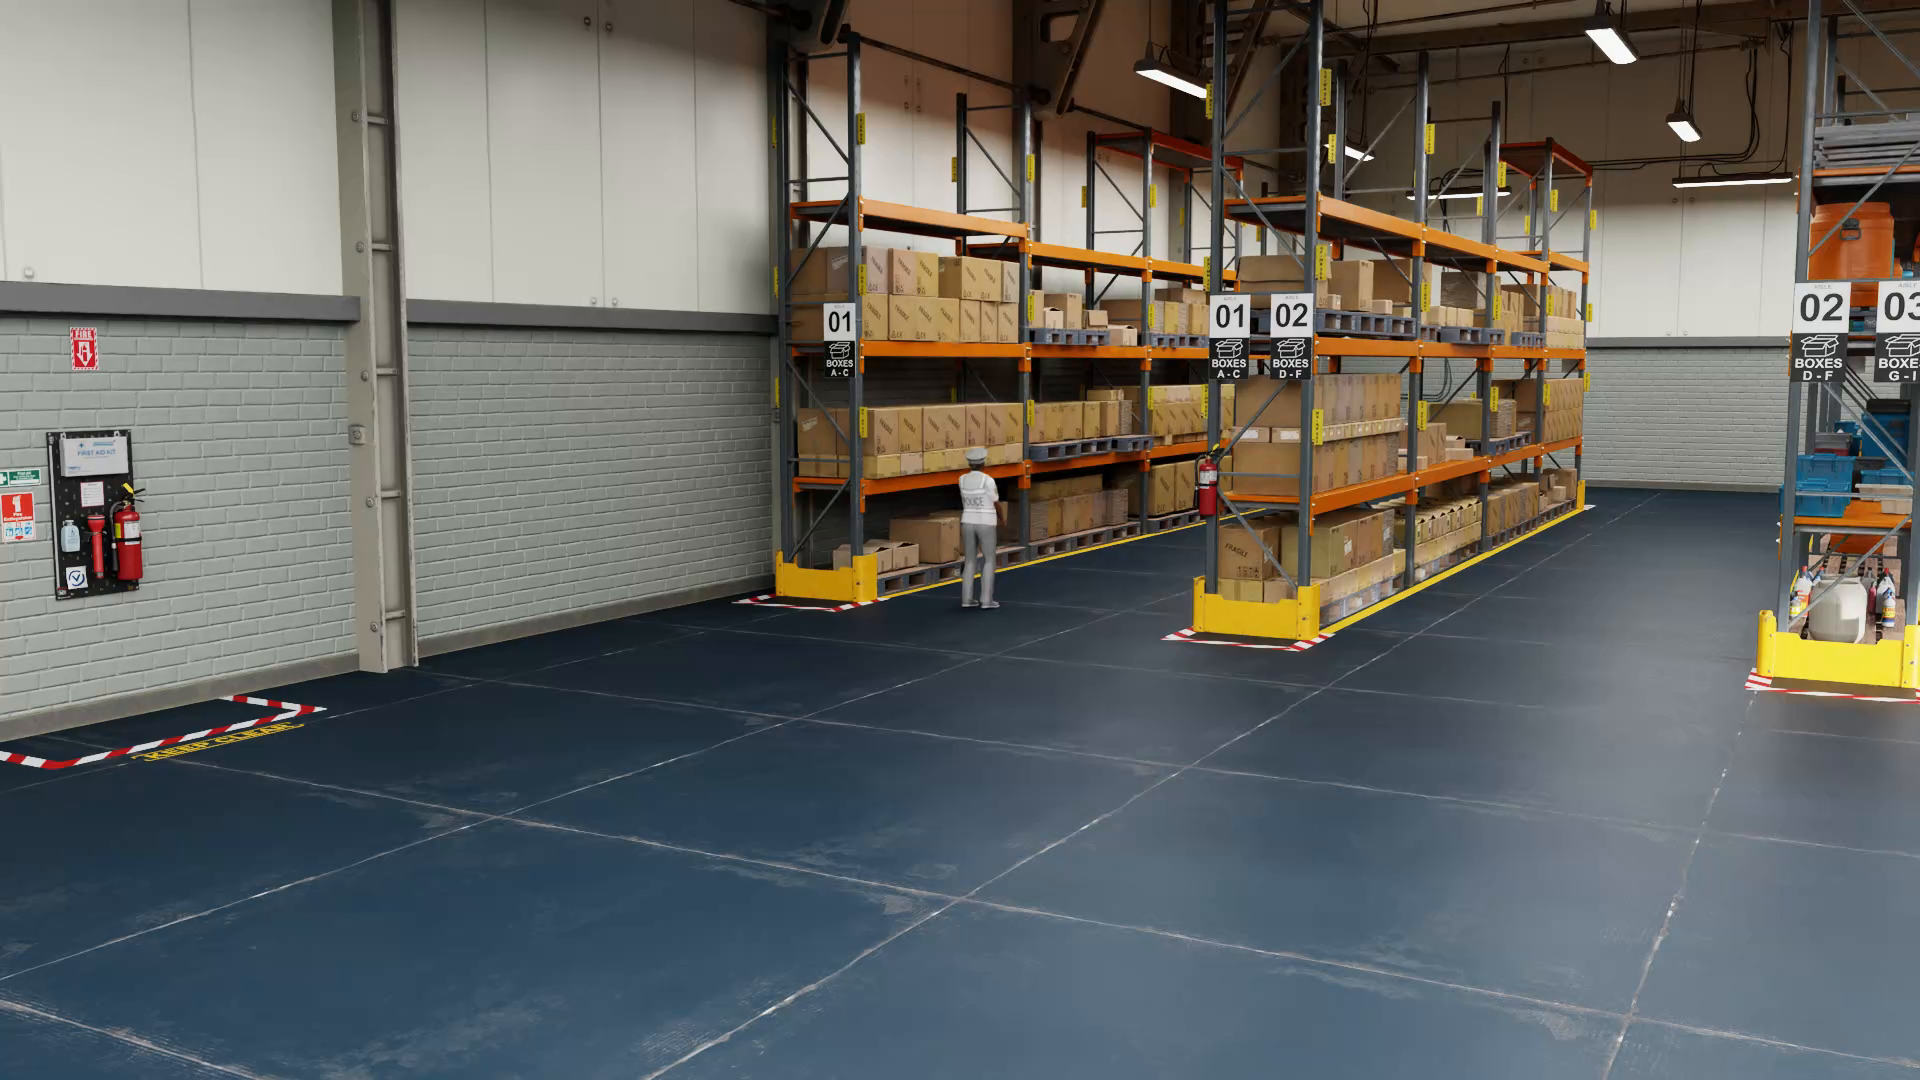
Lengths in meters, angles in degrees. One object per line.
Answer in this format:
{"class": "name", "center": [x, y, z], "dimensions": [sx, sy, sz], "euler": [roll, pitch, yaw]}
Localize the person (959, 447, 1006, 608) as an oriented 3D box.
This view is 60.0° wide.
{"class": "person", "center": [0.241, -0.132, 17.517], "dimensions": [0.445, 1.692, 0.512], "euler": [3, 7, 29]}
